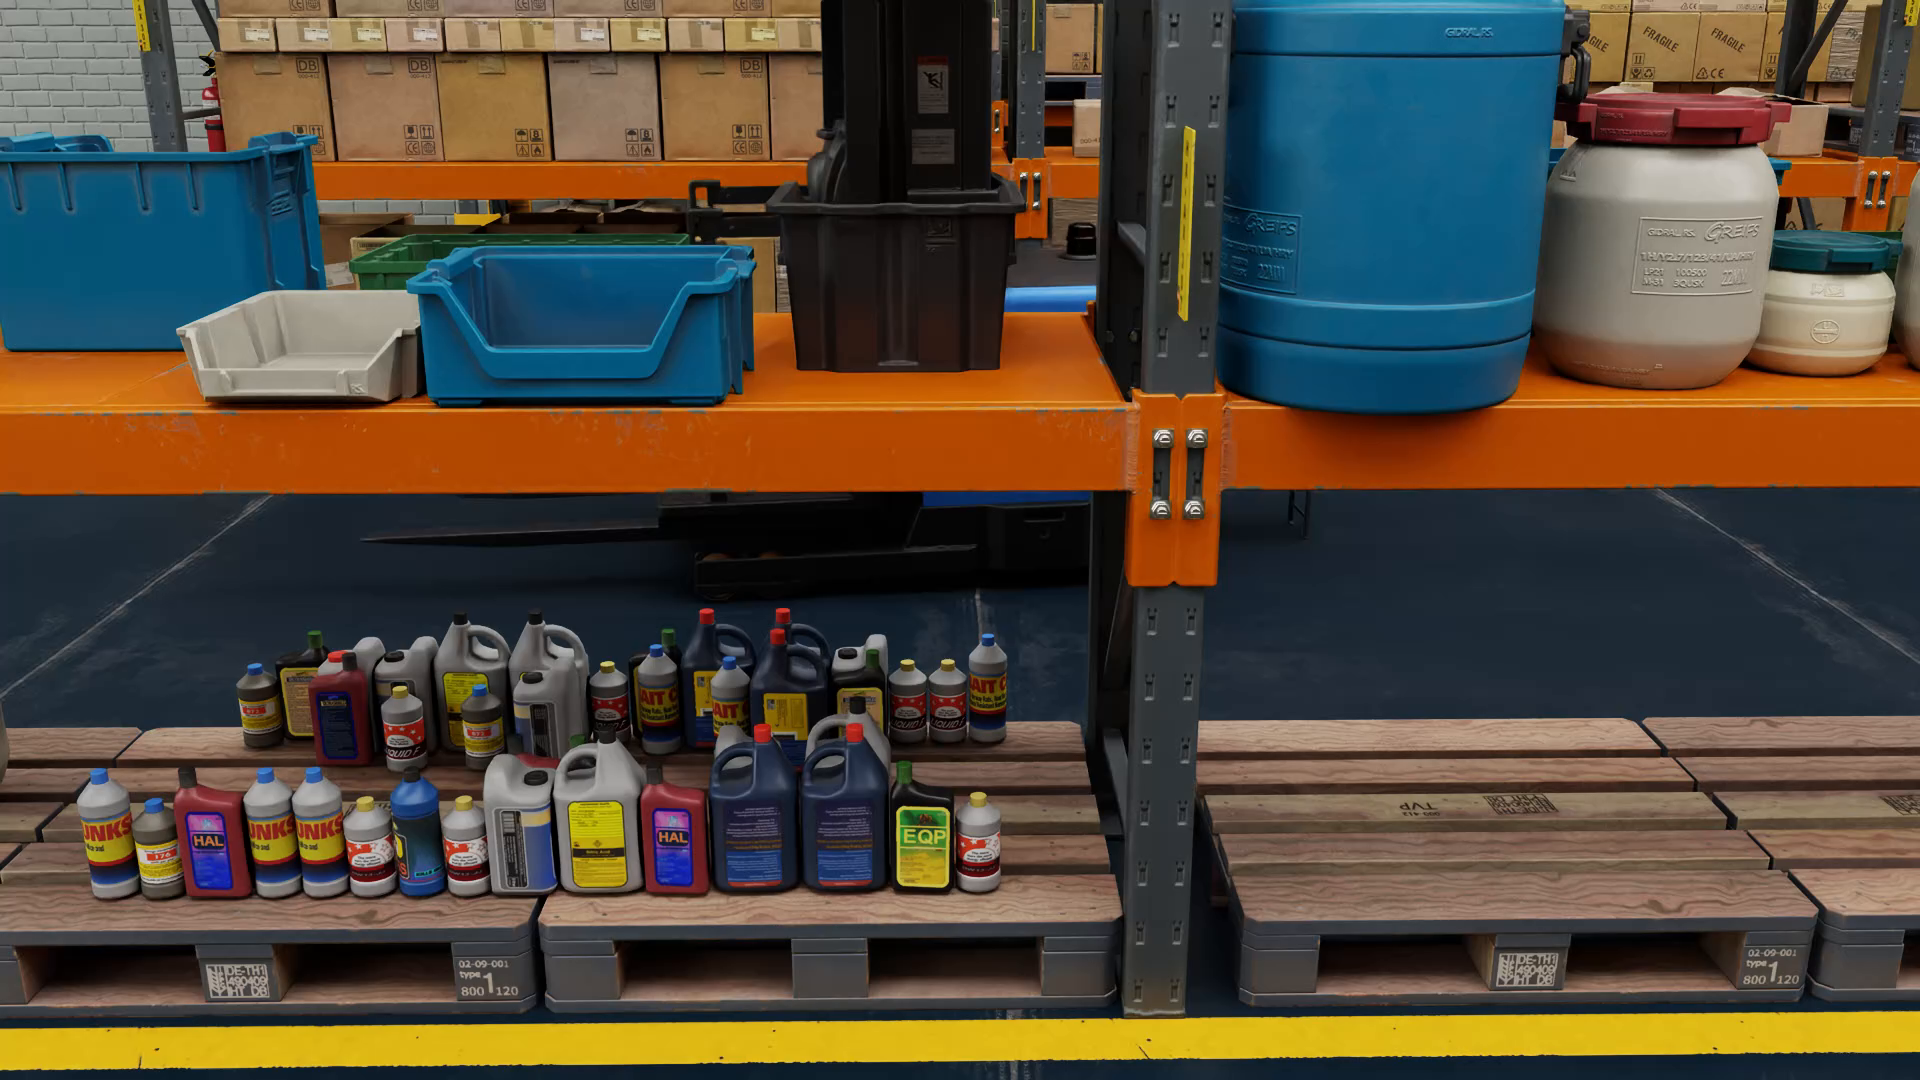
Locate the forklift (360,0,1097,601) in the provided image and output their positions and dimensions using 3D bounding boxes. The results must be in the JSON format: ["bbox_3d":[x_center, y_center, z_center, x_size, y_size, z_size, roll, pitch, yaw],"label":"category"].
[{"bbox_3d":[-0.652,-1.352,5.963,3.031,2.935,1.130,-3,18,-8],"label":"forklift"}]

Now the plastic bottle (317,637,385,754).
[{"bbox_3d":[-1.521,0.384,4.178,0.135,0.276,0.152,0,18,0],"label":"plastic bottle"}]

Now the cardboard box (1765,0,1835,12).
[{"bbox_3d":[6.245,-4.122,12.576,0.500,0.250,0.500,-1,18,-2],"label":"cardboard box"}]

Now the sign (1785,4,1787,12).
[{"bbox_3d":[4.303,-2.799,8.595,0.005,0.325,0.100,0,18,-1],"label":"sign"}]

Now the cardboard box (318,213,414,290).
[{"bbox_3d":[-3.146,-1.422,8.656,0.500,0.500,0.500,0,18,-1],"label":"cardboard box"}]

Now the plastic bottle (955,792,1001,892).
[{"bbox_3d":[0.038,0.633,3.525,0.097,0.201,0.097,0,18,0],"label":"plastic bottle"}]

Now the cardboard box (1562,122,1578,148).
[{"bbox_3d":[3.047,-1.976,8.209,0.250,0.149,0.380,1,18,3],"label":"cardboard box"}]

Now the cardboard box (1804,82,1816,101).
[{"bbox_3d":[6.369,-3.463,12.810,0.250,0.149,0.380,0,18,1],"label":"cardboard box"}]

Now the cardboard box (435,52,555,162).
[{"bbox_3d":[-2.189,-2.131,8.117,0.500,0.500,0.700,0,18,0],"label":"cardboard box"}]

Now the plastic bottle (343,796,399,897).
[{"bbox_3d":[-1.244,0.639,3.506,0.097,0.201,0.097,0,18,0],"label":"plastic bottle"}]

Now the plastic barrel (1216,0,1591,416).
[{"bbox_3d":[0.787,-0.735,3.108,0.708,0.901,0.600,0,18,-1],"label":"plastic barrel"}]

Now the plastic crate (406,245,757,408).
[{"bbox_3d":[-0.706,-0.428,3.215,0.616,0.251,0.499,0,18,-1],"label":"plastic crate"}]

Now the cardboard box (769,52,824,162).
[{"bbox_3d":[-0.649,-2.139,8.141,0.500,0.500,0.700,0,18,-1],"label":"cardboard box"}]

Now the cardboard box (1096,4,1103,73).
[{"bbox_3d":[1.308,-3.862,12.794,0.500,0.500,0.700,2,18,5],"label":"cardboard box"}]

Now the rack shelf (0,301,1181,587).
[{"bbox_3d":[-1.603,-0.235,3.547,4.000,0.370,1.077,0,18,-1],"label":"rack shelf"}]

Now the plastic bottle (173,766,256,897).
[{"bbox_3d":[-1.559,0.607,3.471,0.133,0.283,0.061,0,18,0],"label":"plastic bottle"}]

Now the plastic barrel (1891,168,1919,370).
[{"bbox_3d":[2.090,-0.593,3.263,0.433,0.535,0.433,0,18,0],"label":"plastic barrel"}]

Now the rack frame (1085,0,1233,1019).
[{"bbox_3d":[0.396,-0.587,3.467,0.127,3.000,1.000,0,18,-1],"label":"rack frame"}]

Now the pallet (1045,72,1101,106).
[{"bbox_3d":[1.006,-3.481,12.802,1.213,0.211,1.003,0,18,-1],"label":"pallet"}]

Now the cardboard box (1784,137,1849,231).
[{"bbox_3d":[6.702,-2.780,13.134,0.750,0.750,0.750,0,18,1],"label":"cardboard box"}]

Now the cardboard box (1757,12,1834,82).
[{"bbox_3d":[6.270,-3.762,12.680,0.500,0.500,0.500,0,18,1],"label":"cardboard box"}]

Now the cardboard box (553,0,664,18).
[{"bbox_3d":[-1.627,-2.754,7.934,0.500,0.500,0.700,0,18,-1],"label":"cardboard box"}]

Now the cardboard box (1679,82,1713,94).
[{"bbox_3d":[5.600,-3.470,12.831,0.250,0.149,0.380,0,18,0],"label":"cardboard box"}]

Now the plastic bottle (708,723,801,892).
[{"bbox_3d":[-0.435,0.557,3.517,0.185,0.351,0.144,-1,18,-4],"label":"plastic bottle"}]

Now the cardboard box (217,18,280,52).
[{"bbox_3d":[-3.282,-2.373,7.809,0.250,0.149,0.380,0,18,-1],"label":"cardboard box"}]

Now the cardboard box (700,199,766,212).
[{"bbox_3d":[-1.762,-2.580,13.051,0.500,0.500,0.700,-1,18,-4],"label":"cardboard box"}]

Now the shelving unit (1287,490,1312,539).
[{"bbox_3d":[1.121,-0.608,6.463,0.503,1.200,0.258,-1,18,-5],"label":"shelving unit"}]

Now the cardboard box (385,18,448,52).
[{"bbox_3d":[-2.516,-2.377,7.820,0.250,0.149,0.380,-1,18,-2],"label":"cardboard box"}]

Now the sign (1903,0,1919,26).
[{"bbox_3d":[4.333,-2.501,7.538,0.005,0.325,0.100,0,18,-1],"label":"sign"}]

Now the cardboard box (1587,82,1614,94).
[{"bbox_3d":[4.824,-3.451,12.775,0.250,0.149,0.380,0,18,0],"label":"cardboard box"}]

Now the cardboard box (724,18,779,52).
[{"bbox_3d":[-0.964,-2.385,7.847,0.250,0.149,0.380,0,18,-1],"label":"cardboard box"}]

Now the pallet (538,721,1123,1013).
[{"bbox_3d":[-0.276,0.731,3.922,1.213,0.211,1.003,0,18,-1],"label":"pallet"}]

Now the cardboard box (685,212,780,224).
[{"bbox_3d":[-1.147,-1.436,8.700,0.500,0.500,0.500,0,18,-1],"label":"cardboard box"}]

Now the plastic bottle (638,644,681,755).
[{"bbox_3d":[-0.753,0.393,4.159,0.097,0.271,0.097,0,18,0],"label":"plastic bottle"}]

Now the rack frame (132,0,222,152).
[{"bbox_3d":[-3.678,-2.081,8.123,0.127,3.000,1.000,0,18,-1],"label":"rack frame"}]

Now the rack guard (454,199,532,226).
[{"bbox_3d":[-3.684,-2.404,13.222,0.348,0.500,1.175,0,18,-1],"label":"rack guard"}]

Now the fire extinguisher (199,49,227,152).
[{"bbox_3d":[-3.803,-2.185,8.575,0.183,0.674,0.296,0,18,-1],"label":"fire extinguisher"}]

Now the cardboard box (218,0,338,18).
[{"bbox_3d":[-3.158,-2.745,7.905,0.500,0.500,0.700,0,18,-1],"label":"cardboard box"}]

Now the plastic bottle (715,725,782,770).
[{"bbox_3d":[-0.462,0.547,3.669,0.135,0.276,0.152,0,18,-1],"label":"plastic bottle"}]

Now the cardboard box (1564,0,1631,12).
[{"bbox_3d":[4.726,-4.112,12.543,0.500,0.250,0.500,0,18,0],"label":"cardboard box"}]

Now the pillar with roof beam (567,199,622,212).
[{"bbox_3d":[-3.005,-5.403,8.658,0.400,9.000,9.100,0,18,-1],"label":"pillar with roof beam"}]

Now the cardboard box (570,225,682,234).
[{"bbox_3d":[-1.638,-1.269,8.181,0.500,0.500,0.500,0,18,-1],"label":"cardboard box"}]

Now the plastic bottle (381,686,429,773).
[{"bbox_3d":[-1.362,0.457,4.073,0.097,0.201,0.097,0,18,0],"label":"plastic bottle"}]

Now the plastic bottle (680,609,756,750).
[{"bbox_3d":[-0.606,0.343,4.184,0.185,0.351,0.144,-1,18,-3],"label":"plastic bottle"}]

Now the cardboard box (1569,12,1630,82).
[{"bbox_3d":[4.729,-3.755,12.659,0.500,0.500,0.500,0,18,1],"label":"cardboard box"}]

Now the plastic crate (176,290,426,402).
[{"bbox_3d":[-1.223,-0.376,3.242,0.437,0.136,0.530,0,18,-1],"label":"plastic crate"}]

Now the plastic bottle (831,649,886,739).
[{"bbox_3d":[-0.250,0.407,4.095,0.133,0.283,0.061,0,18,-1],"label":"plastic bottle"}]

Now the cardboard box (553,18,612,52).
[{"bbox_3d":[-1.745,-2.380,7.832,0.250,0.149,0.380,0,18,0],"label":"cardboard box"}]

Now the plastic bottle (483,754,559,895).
[{"bbox_3d":[-0.920,0.594,3.525,0.135,0.276,0.152,0,18,0],"label":"plastic bottle"}]

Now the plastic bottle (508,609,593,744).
[{"bbox_3d":[-1.031,0.345,4.178,0.185,0.351,0.144,0,18,-1],"label":"plastic bottle"}]

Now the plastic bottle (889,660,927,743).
[{"bbox_3d":[-0.133,0.405,4.237,0.097,0.201,0.097,0,18,0],"label":"plastic bottle"}]

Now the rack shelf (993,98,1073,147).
[{"bbox_3d":[2.240,-3.280,13.039,4.000,0.370,1.077,0,18,-1],"label":"rack shelf"}]
